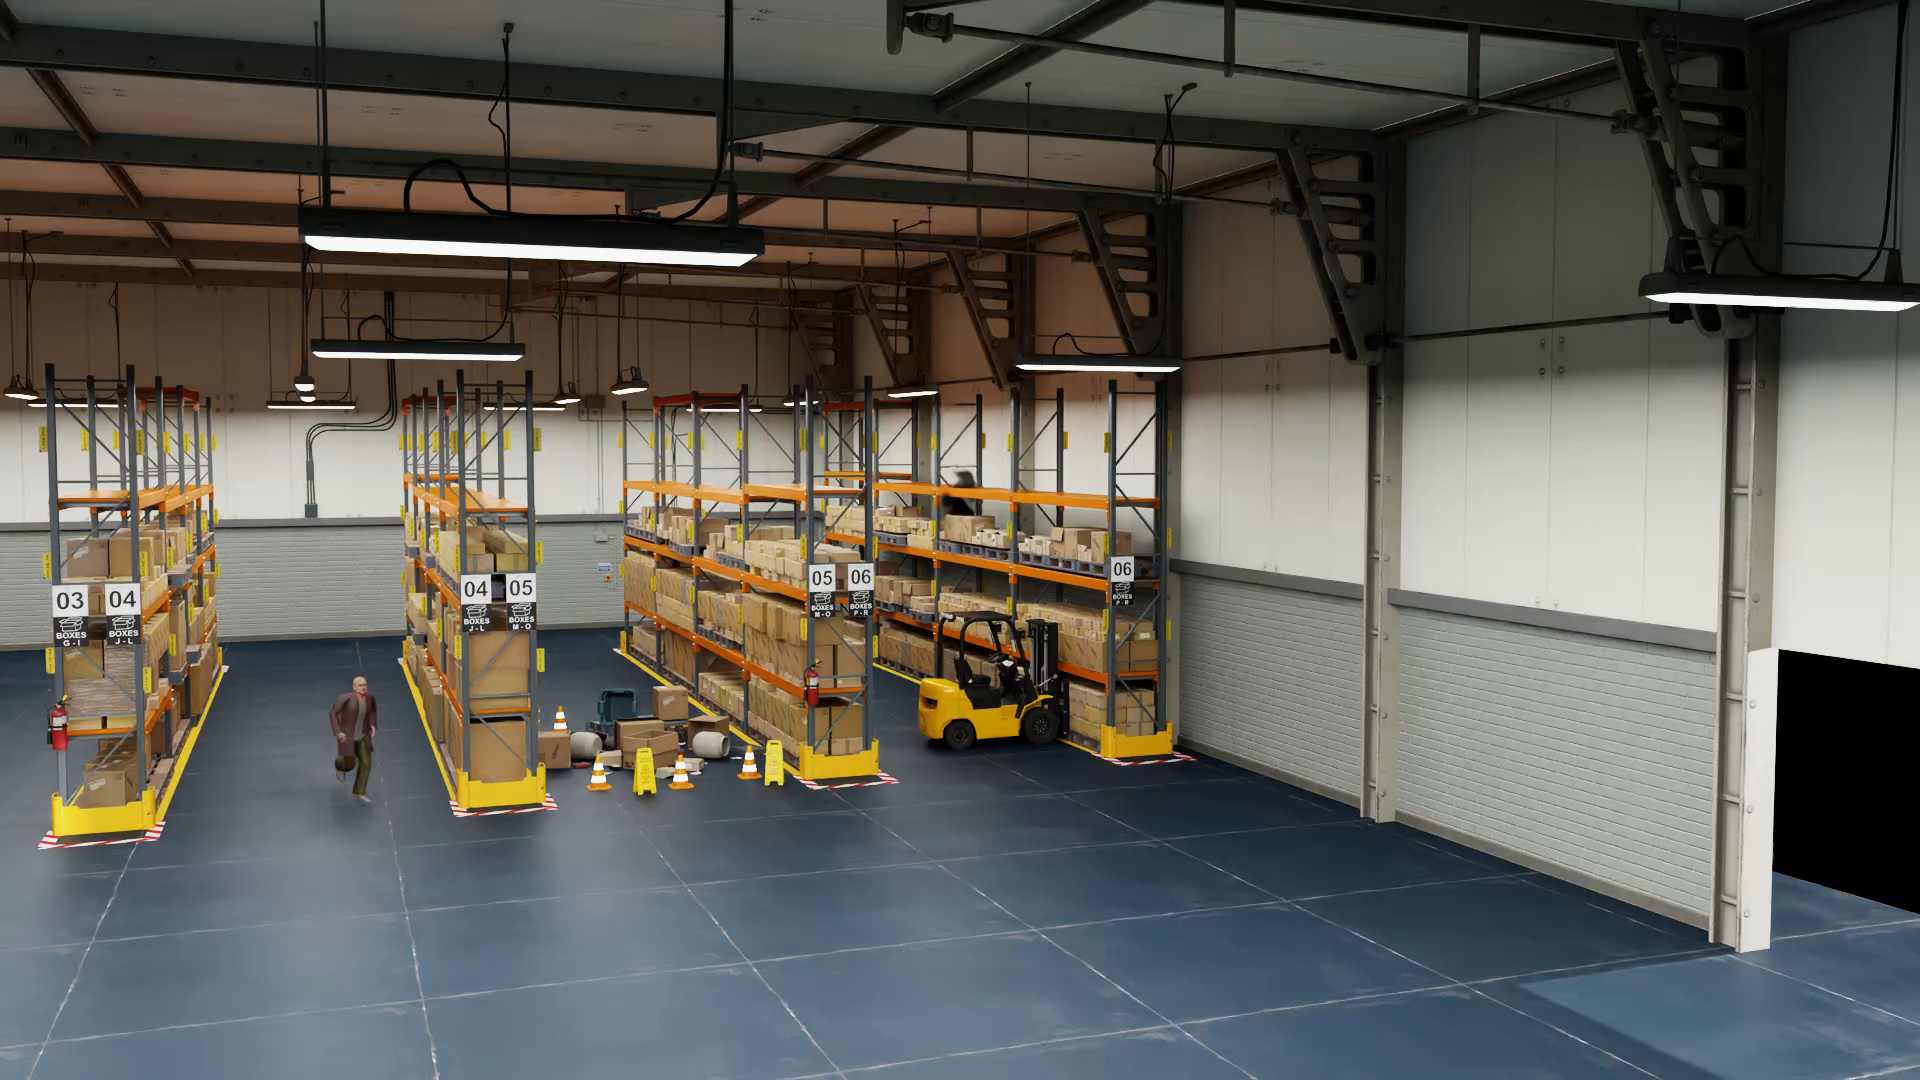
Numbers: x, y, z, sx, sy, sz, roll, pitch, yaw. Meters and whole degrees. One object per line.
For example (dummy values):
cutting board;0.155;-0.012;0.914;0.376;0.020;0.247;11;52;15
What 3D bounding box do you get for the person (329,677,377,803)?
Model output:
person;-8.535;2.786;23.404;0.718;1.759;0.938;-3;5;-44
